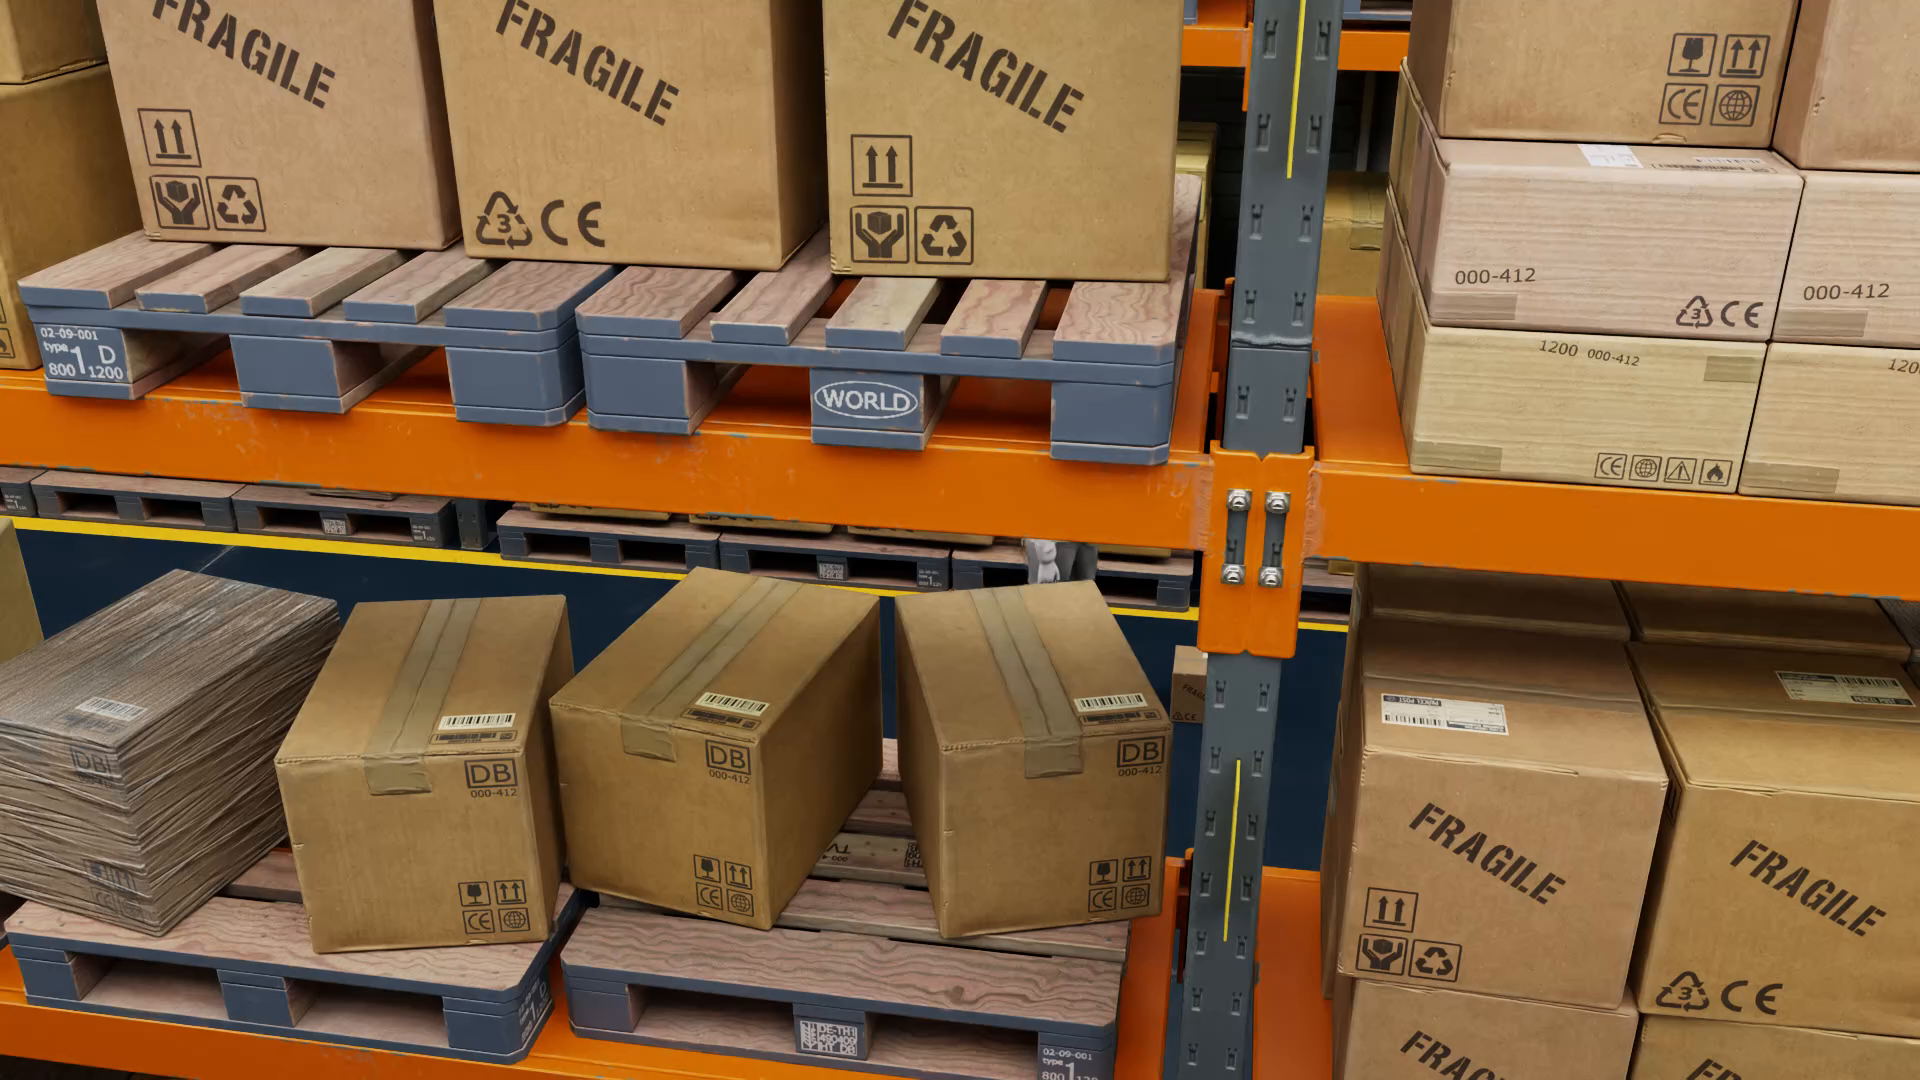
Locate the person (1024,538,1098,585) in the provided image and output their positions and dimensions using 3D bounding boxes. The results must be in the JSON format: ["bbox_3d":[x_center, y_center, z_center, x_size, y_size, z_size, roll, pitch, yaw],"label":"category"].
[{"bbox_3d":[0.429,-0.020,7.080,0.364,1.673,0.543,11,27,22],"label":"person"}]
